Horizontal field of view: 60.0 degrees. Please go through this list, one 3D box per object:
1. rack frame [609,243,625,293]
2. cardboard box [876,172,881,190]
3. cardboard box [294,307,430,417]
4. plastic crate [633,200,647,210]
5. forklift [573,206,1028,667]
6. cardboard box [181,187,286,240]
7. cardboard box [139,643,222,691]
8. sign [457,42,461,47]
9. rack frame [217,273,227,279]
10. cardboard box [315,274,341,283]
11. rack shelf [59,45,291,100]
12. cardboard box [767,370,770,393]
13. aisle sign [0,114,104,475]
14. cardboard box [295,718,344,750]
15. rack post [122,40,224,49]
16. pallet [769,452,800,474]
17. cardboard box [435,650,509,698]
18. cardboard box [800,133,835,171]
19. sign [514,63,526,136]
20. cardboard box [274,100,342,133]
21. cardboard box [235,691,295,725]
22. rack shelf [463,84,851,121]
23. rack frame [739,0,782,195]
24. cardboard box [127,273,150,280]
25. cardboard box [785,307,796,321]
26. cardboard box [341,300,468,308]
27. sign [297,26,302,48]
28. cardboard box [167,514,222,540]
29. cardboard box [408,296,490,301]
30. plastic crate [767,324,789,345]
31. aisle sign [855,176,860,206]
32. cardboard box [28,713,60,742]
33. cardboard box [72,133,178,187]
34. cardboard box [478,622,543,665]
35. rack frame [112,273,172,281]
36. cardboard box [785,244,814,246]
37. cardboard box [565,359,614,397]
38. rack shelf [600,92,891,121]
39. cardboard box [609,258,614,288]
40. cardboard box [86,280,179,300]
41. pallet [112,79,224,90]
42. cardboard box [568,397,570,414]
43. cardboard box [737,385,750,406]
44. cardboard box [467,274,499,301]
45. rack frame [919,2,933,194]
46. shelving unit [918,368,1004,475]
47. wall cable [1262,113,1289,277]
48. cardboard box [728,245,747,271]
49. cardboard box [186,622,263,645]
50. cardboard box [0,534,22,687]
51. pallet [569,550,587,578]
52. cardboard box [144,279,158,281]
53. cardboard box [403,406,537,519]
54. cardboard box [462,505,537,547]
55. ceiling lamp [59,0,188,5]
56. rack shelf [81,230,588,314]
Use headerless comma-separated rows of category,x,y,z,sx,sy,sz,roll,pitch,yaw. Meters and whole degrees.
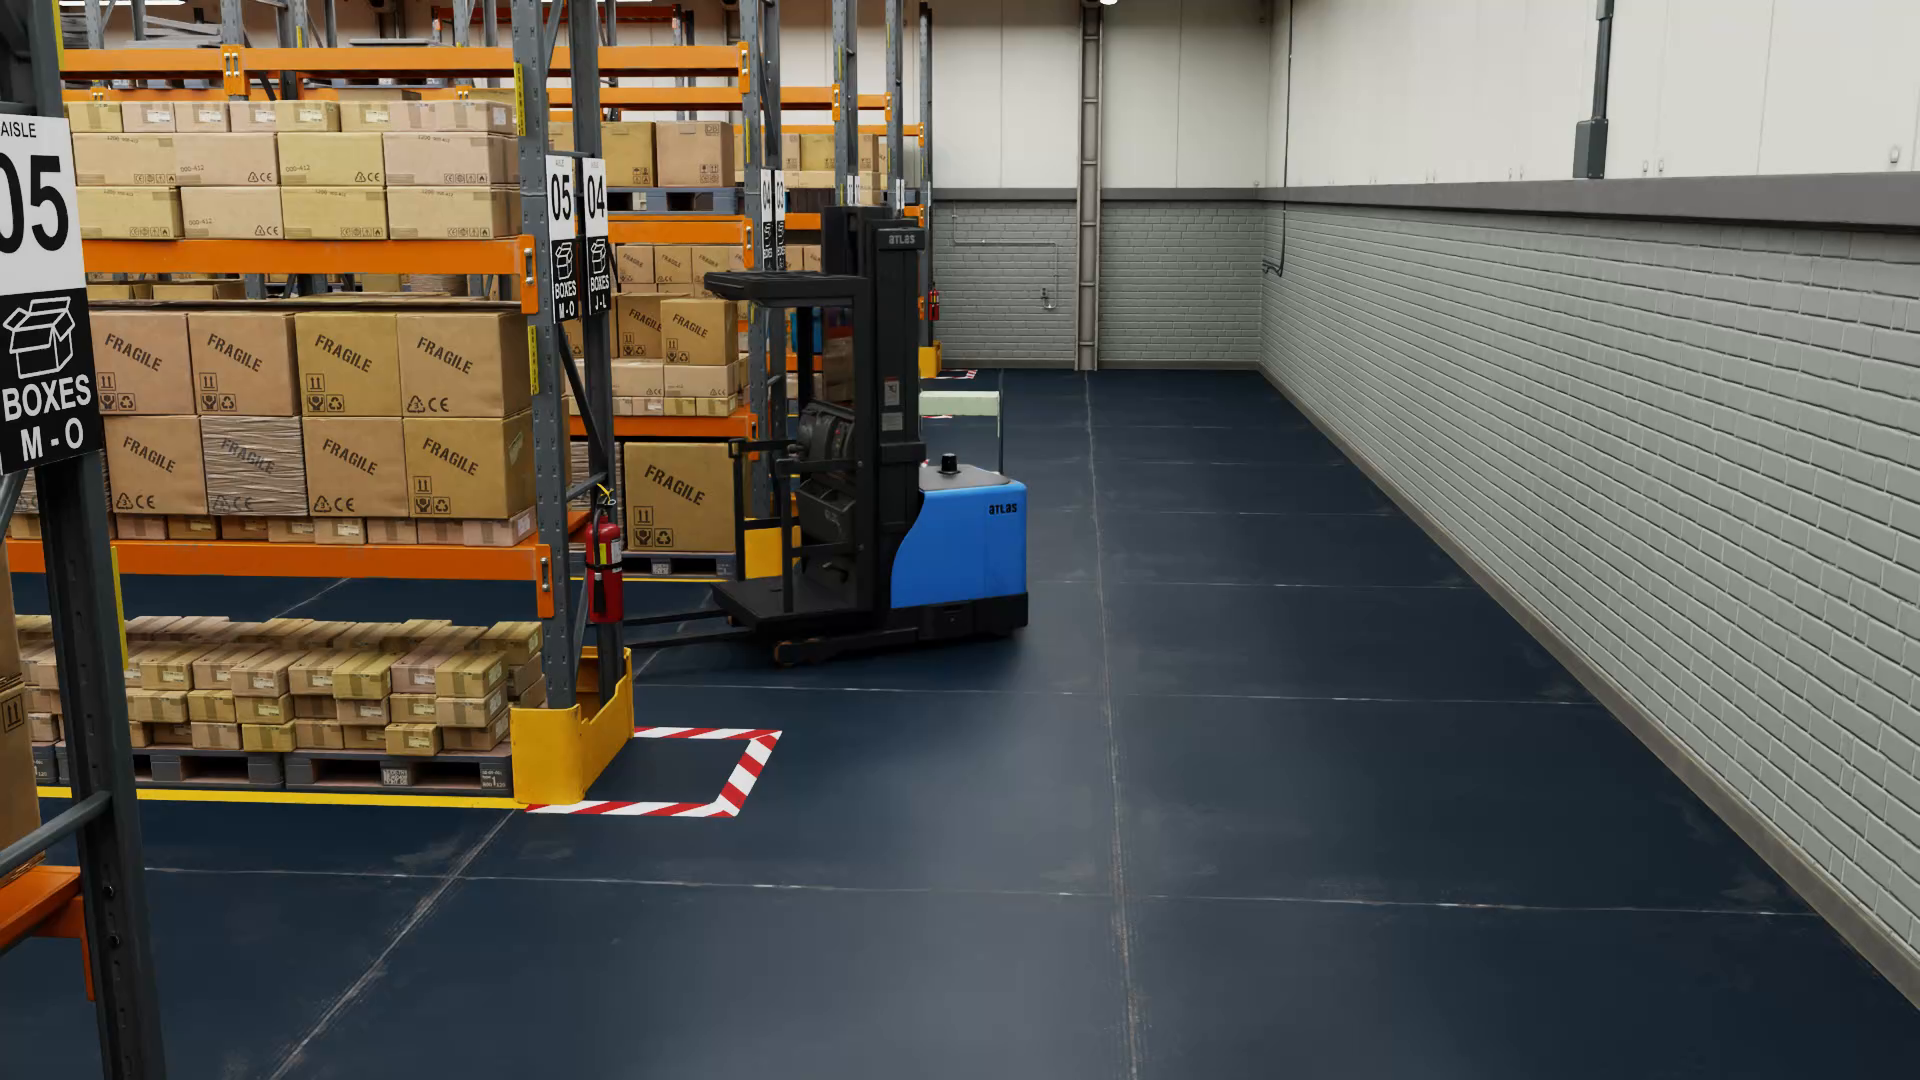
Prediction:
rack frame,-4.875,-3.342,23.418,0.127,3.000,1.000,1,12,4
cardboard box,-1.380,-4.987,23.102,0.500,0.250,0.500,1,12,4
cardboard box,-2.961,-0.898,8.322,0.500,0.500,0.500,0,12,2
plastic crate,-3.297,-3.592,17.932,0.530,0.136,0.437,1,12,4
forklift,-1.084,-0.730,11.099,3.031,2.935,1.130,-6,13,-25
cardboard box,-3.457,-1.614,8.196,0.500,0.250,0.500,1,12,6
cardboard box,-4.086,0.666,8.742,0.250,0.149,0.380,1,12,4
sign,-5.249,-5.052,17.451,0.005,0.325,0.100,1,12,4
rack frame,-12.530,-4.463,28.780,0.127,3.000,1.000,1,12,4
cardboard box,-10.809,-4.702,28.602,0.500,0.500,0.700,2,12,12
rack shelf,-7.537,-3.734,13.375,4.000,0.370,1.077,1,12,4
cardboard box,-3.001,-2.311,23.511,0.637,0.503,0.797,1,12,4
aisle sign,-2.121,-0.570,3.816,0.004,0.787,0.394,1,12,4
cardboard box,-3.290,0.969,8.747,0.250,0.149,0.380,1,12,4
rack post,-8.476,-5.283,18.229,0.937,0.300,0.954,1,12,4
pallet,-2.039,-0.930,18.697,1.213,0.211,1.003,1,12,4
cardboard box,-2.528,0.692,8.620,0.250,0.149,0.380,1,12,4
cardboard box,-1.891,-5.322,22.870,0.500,0.500,0.700,1,12,4
sign,-2.039,-2.040,7.706,0.005,0.325,0.100,1,12,4
cardboard box,-3.100,-2.039,8.035,0.250,0.149,0.380,1,12,5
cardboard box,-3.564,0.833,8.673,0.250,0.149,0.380,1,12,5
rack shelf,-3.215,-4.691,17.951,4.000,0.370,1.077,1,12,4
rack frame,-1.550,-4.200,12.868,0.127,3.000,1.000,1,12,4
cardboard box,-14.023,-4.725,28.516,0.500,0.500,0.500,0,12,2
cardboard box,-2.365,-3.301,22.978,0.500,0.500,0.500,1,12,4
cardboard box,-2.916,-1.002,8.817,0.500,0.500,0.500,1,12,5
sign,-8.900,-6.754,22.412,0.005,0.325,0.100,1,12,4
cardboard box,-3.872,-0.111,8.587,0.250,0.149,0.380,1,12,5
cardboard box,-4.070,-1.684,13.302,0.500,0.500,0.500,0,12,2
plastic crate,-2.100,-2.302,18.711,0.300,0.233,0.416,1,12,4
aisle sign,-1.127,-3.607,18.339,0.004,0.787,0.394,1,12,4
cardboard box,-4.858,0.944,8.867,0.250,0.149,0.380,1,12,3
cardboard box,-3.983,-1.869,8.196,0.500,0.250,0.500,0,12,1
cardboard box,-2.482,0.571,9.199,0.250,0.149,0.380,0,12,1
rack frame,-9.201,-2.385,18.843,0.127,3.000,1.000,1,12,4
cardboard box,-2.331,-3.899,23.395,0.500,0.500,0.500,1,12,5
cardboard box,-3.065,-1.302,13.306,0.500,0.250,0.500,0,12,2
rack shelf,-2.880,-5.897,22.747,4.000,0.370,1.077,1,12,4
cardboard box,-6.036,-4.527,28.063,0.500,0.500,0.500,1,12,4
cardboard box,-6.863,-1.877,13.721,0.637,0.503,0.797,1,12,4
pallet,-8.484,-5.017,18.211,1.003,0.211,1.213,1,12,4
cardboard box,-3.205,-1.095,13.291,0.250,0.149,0.380,1,12,4
cardboard box,-1.882,-1.213,13.853,0.250,0.149,0.380,1,12,4
cardboard box,-6.642,-3.608,23.420,0.500,0.500,0.700,-2,12,-11
rack frame,-0.557,-7.236,27.381,0.127,3.000,1.000,1,12,4
shelving unit,-0.007,-0.734,14.615,0.755,1.500,0.431,1,12,4
wall cable,5.062,-5.565,26.980,0.112,2.526,3.097,1,12,4
cardboard box,-2.881,-3.795,22.900,0.500,0.500,0.500,1,12,6
cardboard box,-4.054,0.573,9.189,0.250,0.149,0.380,1,12,4
cardboard box,-2.672,0.158,4.001,0.500,0.500,0.500,1,12,2
pallet,-3.567,0.089,13.826,1.213,0.211,1.003,1,12,4
cardboard box,-11.567,-3.479,23.831,0.500,0.500,0.500,2,12,8
cardboard box,-2.448,-0.400,8.382,0.500,0.500,0.500,1,12,5
cardboard box,-2.327,-0.075,8.416,0.250,0.149,0.380,1,12,4
ceiling lamp,-12.852,-9.686,24.836,2.000,3.185,0.800,1,12,4
rack shelf,-3.978,-1.395,8.542,4.000,0.370,1.077,1,12,4
